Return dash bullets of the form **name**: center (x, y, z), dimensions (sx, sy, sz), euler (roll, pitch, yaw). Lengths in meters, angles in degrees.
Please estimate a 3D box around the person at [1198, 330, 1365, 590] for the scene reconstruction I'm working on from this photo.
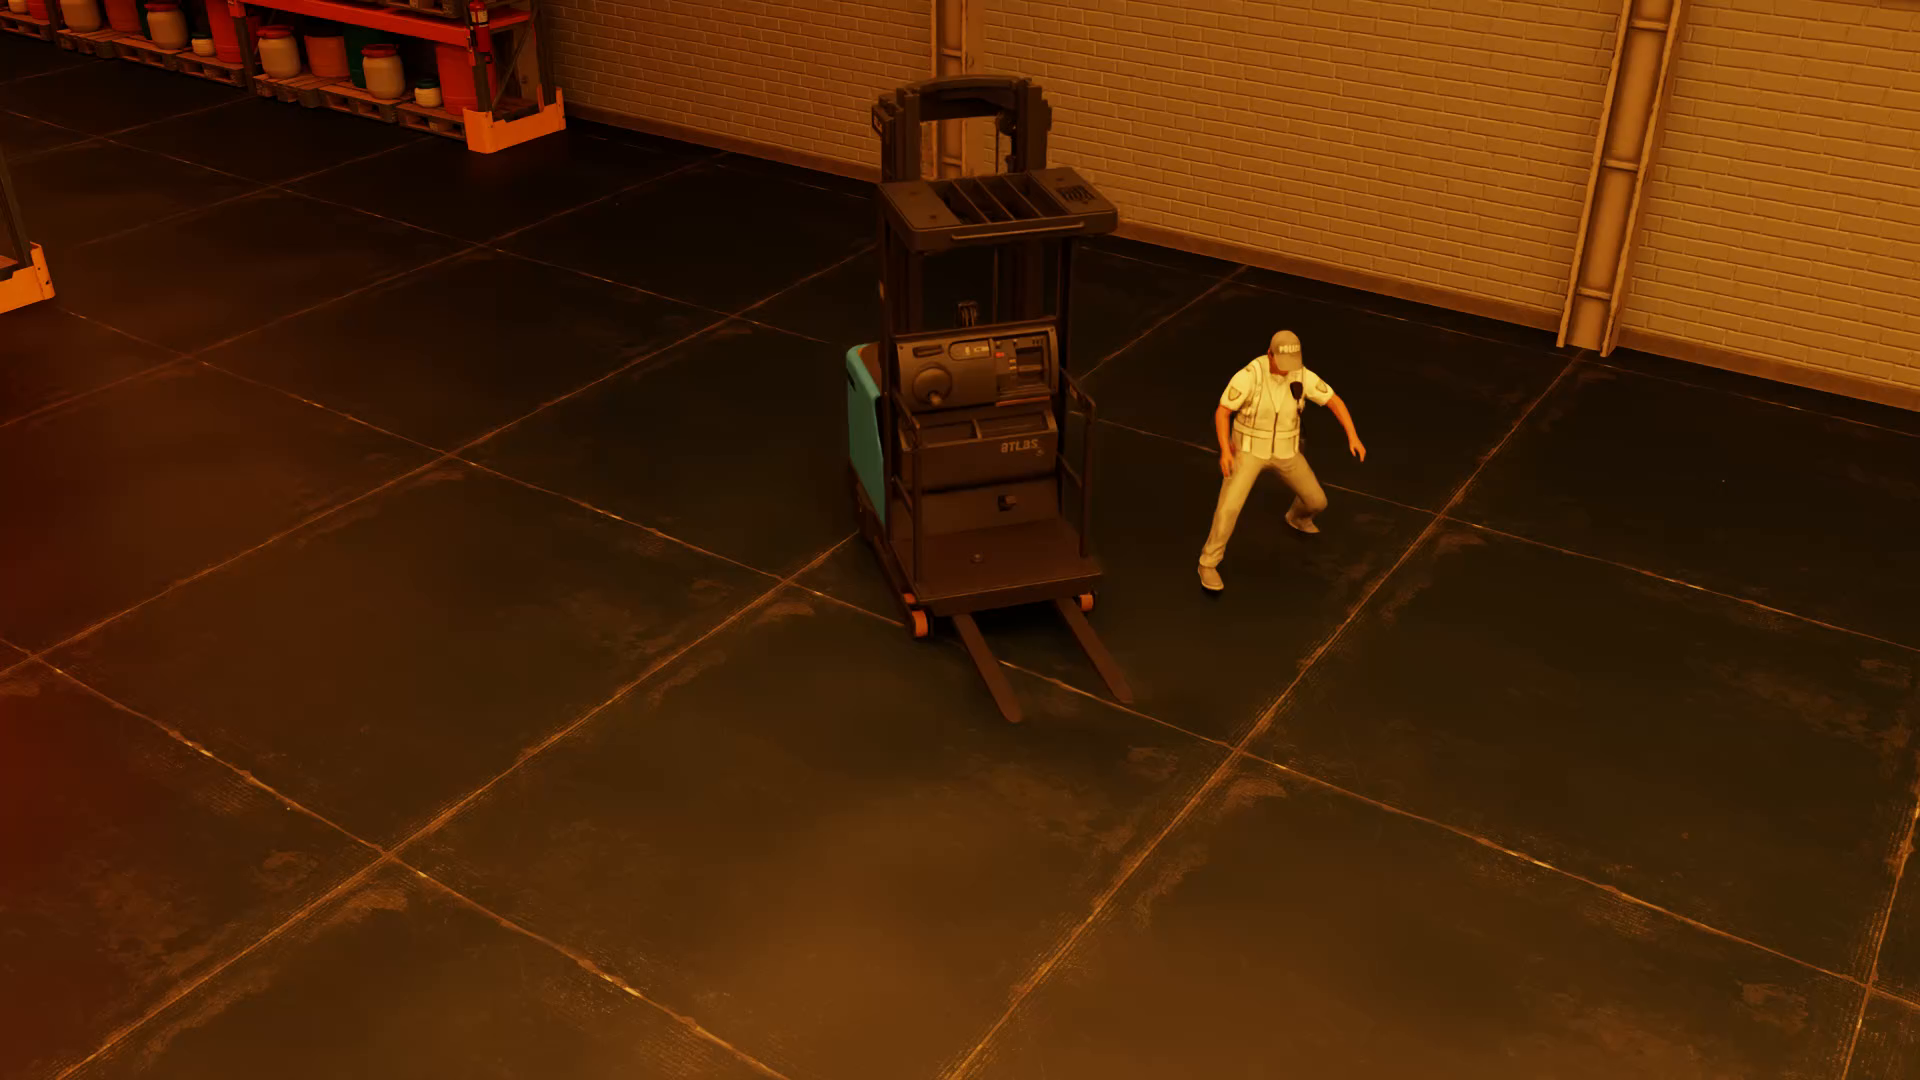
- **person**: center (1.890, -0.507, 9.962), dimensions (0.954, 1.556, 0.883), euler (-3, 30, -5)

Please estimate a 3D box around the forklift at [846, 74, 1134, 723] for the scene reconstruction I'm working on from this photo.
- **forklift**: center (0.165, -0.923, 9.171), dimensions (1.130, 2.935, 3.031), euler (-8, 31, -14)
